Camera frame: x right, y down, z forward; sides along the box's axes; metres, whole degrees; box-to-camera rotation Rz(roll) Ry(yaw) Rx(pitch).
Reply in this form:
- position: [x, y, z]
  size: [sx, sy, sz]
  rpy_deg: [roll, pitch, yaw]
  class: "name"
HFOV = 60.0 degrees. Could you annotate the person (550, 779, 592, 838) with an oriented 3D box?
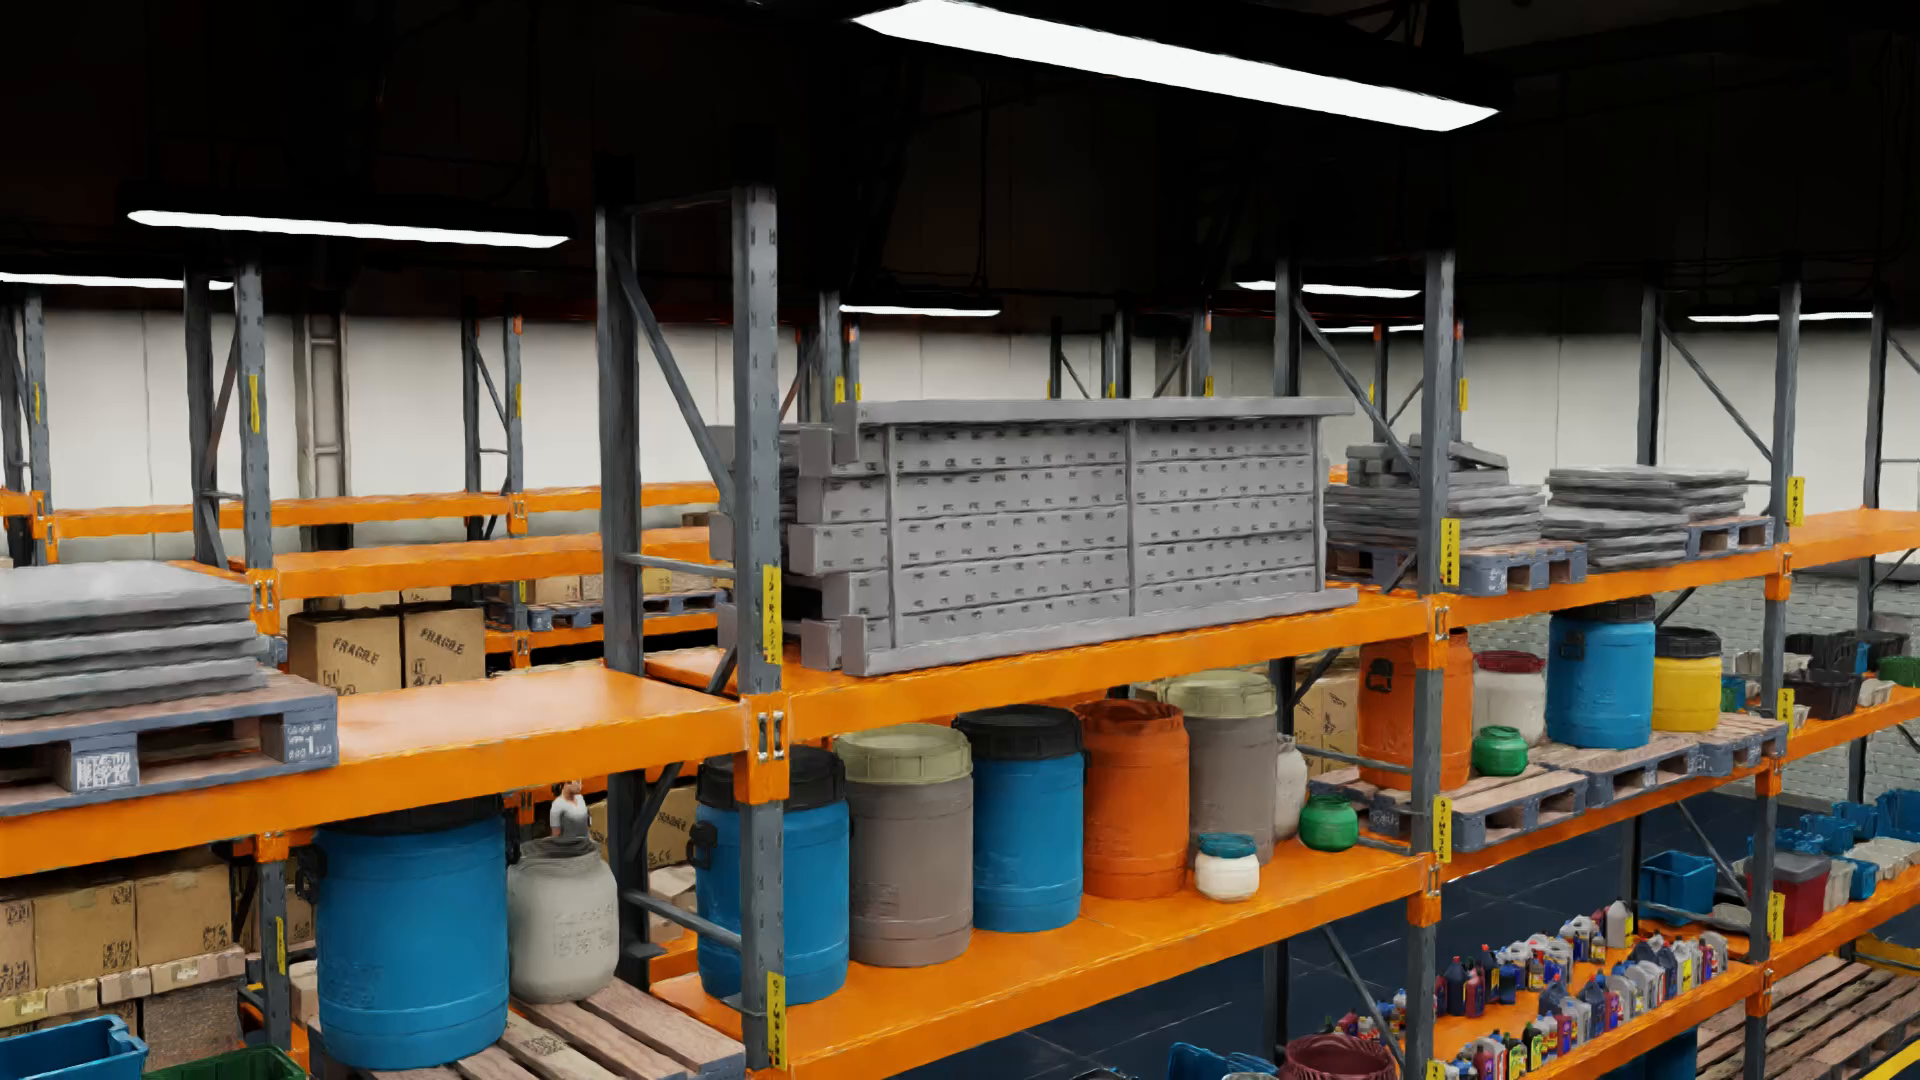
- position: [-3.501, 2.886, 15.107]
  size: [0.457, 1.675, 0.531]
  rpy_deg: [3, 6, 26]
  class: "person"
